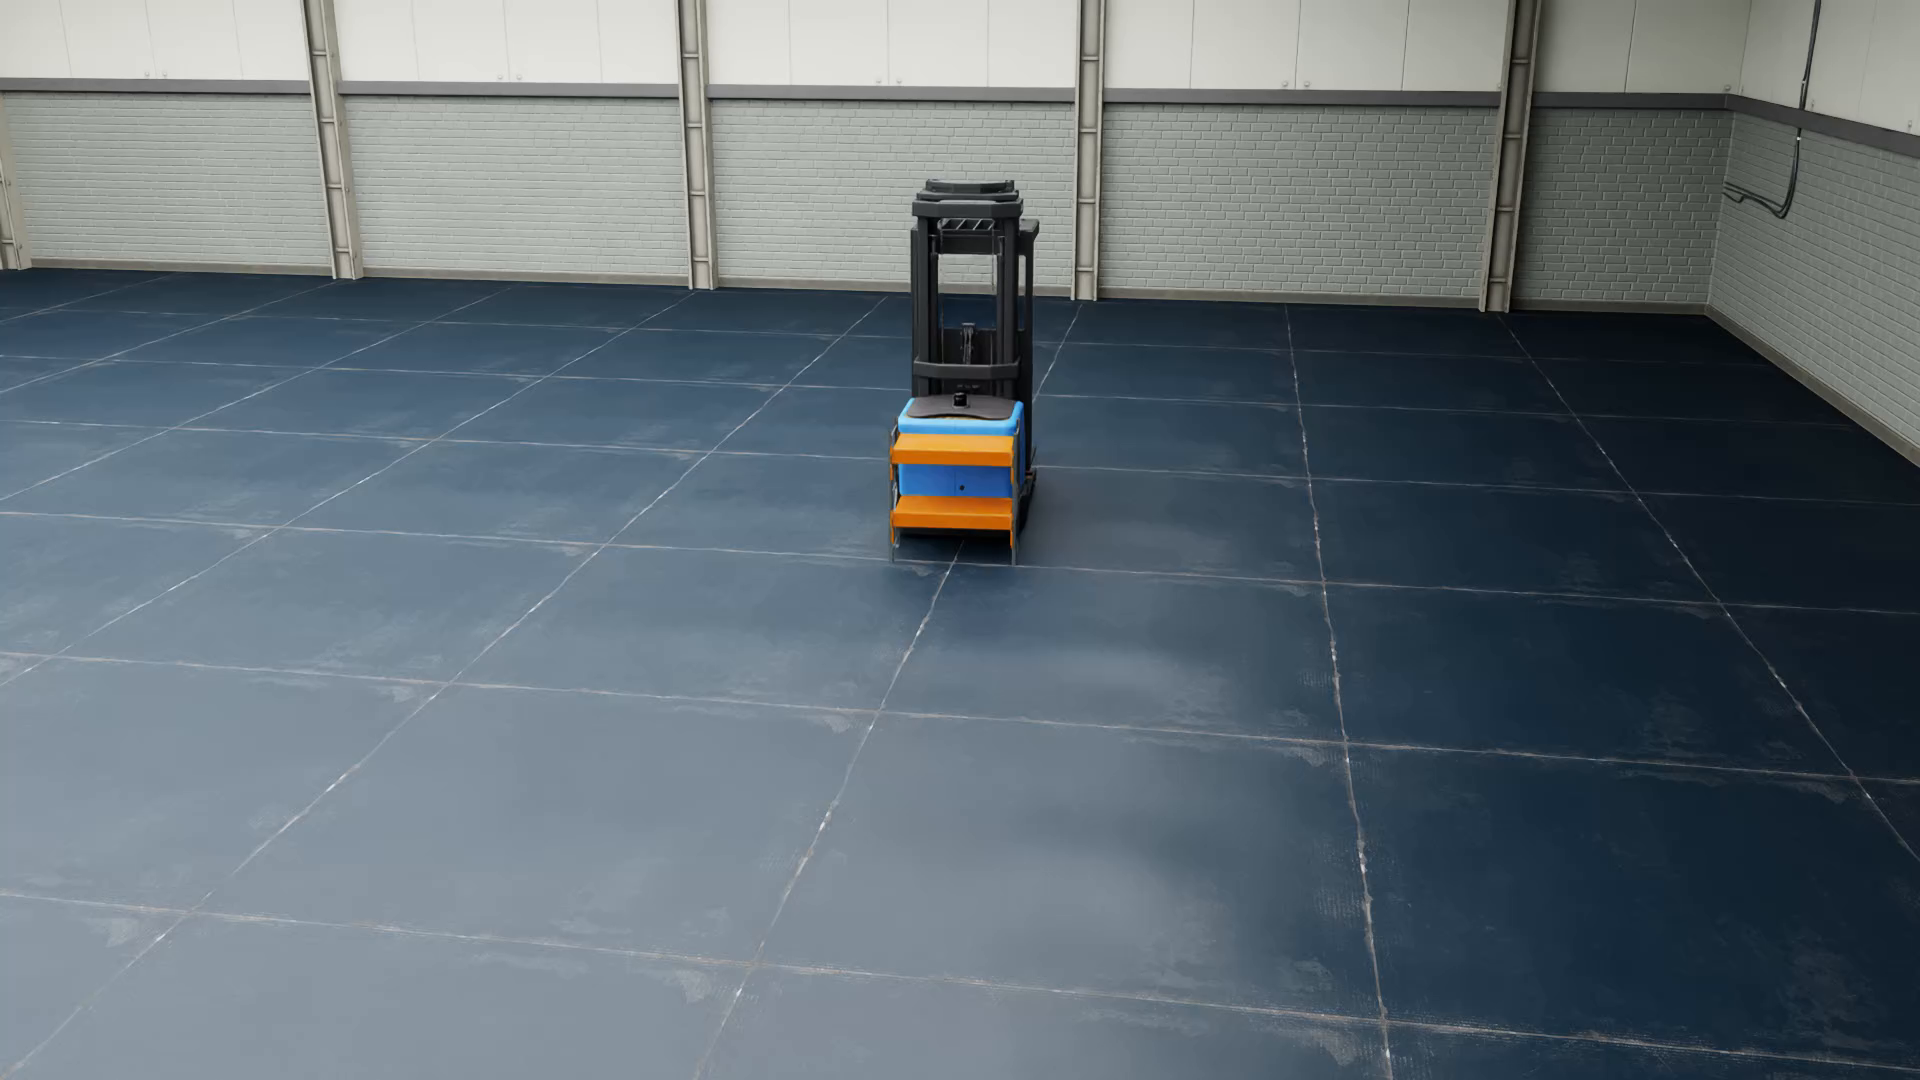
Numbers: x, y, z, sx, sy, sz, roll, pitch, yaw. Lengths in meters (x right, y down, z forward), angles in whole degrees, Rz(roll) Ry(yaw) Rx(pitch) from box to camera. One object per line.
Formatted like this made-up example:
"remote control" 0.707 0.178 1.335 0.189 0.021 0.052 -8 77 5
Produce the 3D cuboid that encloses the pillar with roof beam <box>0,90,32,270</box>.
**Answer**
"pillar with roof beam" -16.559 -7.495 22.522 0.400 9.000 9.100 3 19 9

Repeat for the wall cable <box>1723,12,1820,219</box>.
"wall cable" 10.518 -5.601 21.754 0.112 2.526 3.097 3 19 9

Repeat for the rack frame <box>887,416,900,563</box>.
"rack frame" -0.550 -0.421 13.787 0.032 1.125 0.500 2 19 5

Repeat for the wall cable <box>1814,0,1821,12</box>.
"wall cable" 10.089 -7.149 18.420 0.112 2.526 3.097 3 19 9

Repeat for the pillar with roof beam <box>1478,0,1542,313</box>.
"pillar with roof beam" 7.137 -6.287 18.912 0.400 9.000 9.100 3 19 9

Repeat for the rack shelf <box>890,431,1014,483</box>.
"rack shelf" -0.044 -0.684 13.651 1.000 0.278 0.538 2 19 5

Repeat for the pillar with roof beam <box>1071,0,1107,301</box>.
"pillar with roof beam" 1.213 -6.589 19.815 0.400 9.000 9.100 3 19 9

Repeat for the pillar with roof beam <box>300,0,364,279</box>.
"pillar with roof beam" -10.635 -7.193 21.620 0.400 9.000 9.100 3 19 9

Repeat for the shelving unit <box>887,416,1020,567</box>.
"shelving unit" -0.044 -0.406 13.744 1.048 1.125 0.538 2 19 5

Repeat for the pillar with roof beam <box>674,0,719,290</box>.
"pillar with roof beam" -4.711 -6.891 20.717 0.400 9.000 9.100 3 19 9

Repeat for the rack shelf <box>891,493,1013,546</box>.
"rack shelf" -0.044 -0.174 13.822 1.000 0.278 0.538 2 19 5

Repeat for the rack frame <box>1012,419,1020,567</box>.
"rack frame" 0.462 -0.392 13.701 0.032 1.125 0.500 2 19 5

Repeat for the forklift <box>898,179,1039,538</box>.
"forklift" 0.134 -1.834 15.165 1.130 2.935 3.031 2 19 6
